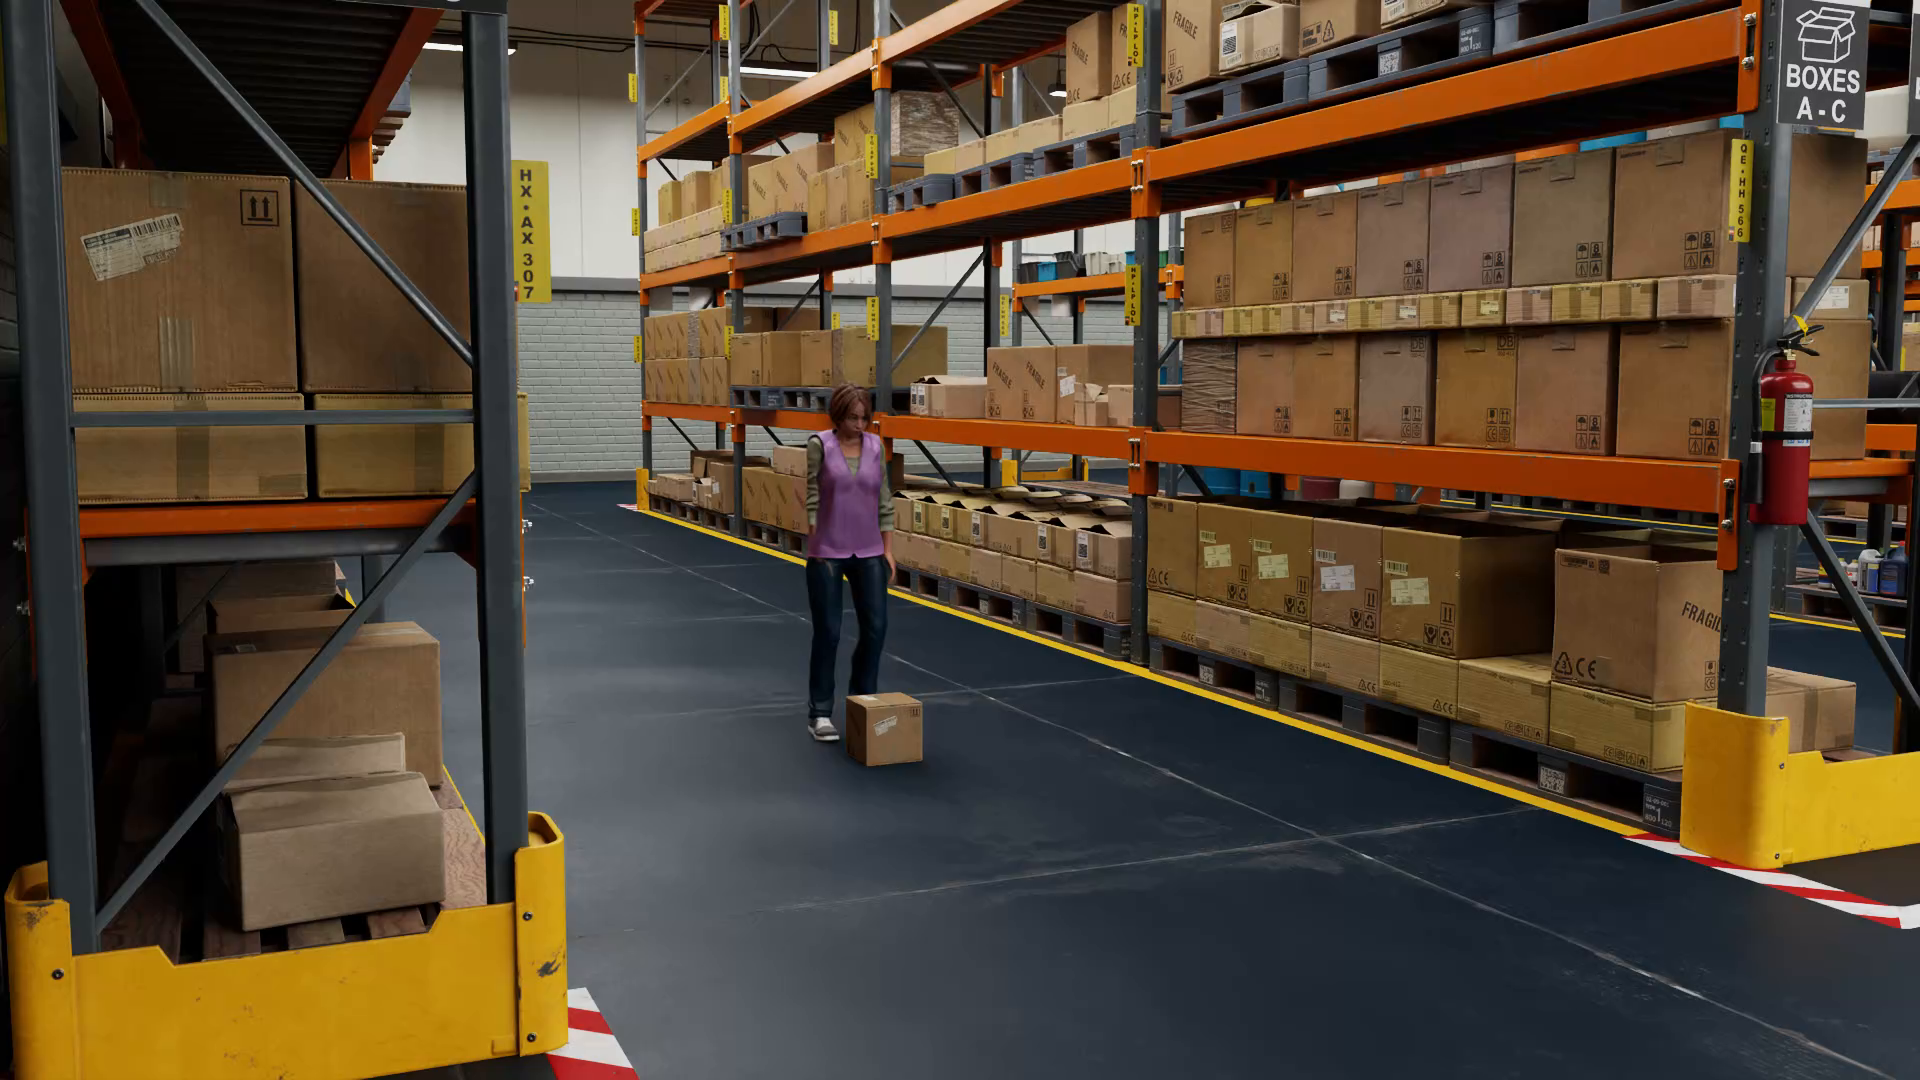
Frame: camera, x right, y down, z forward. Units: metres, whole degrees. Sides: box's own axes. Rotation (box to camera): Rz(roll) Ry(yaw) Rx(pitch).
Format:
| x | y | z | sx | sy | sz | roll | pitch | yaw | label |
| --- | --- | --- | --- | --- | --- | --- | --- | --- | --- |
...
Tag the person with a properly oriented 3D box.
| x | y | z | sx | sy | sz | roll | pitch | yaw | label |
| --- | --- | --- | --- | --- | --- | --- | --- | --- | --- |
| -0.487 | 0.090 | 7.383 | 0.412 | 1.587 | 0.316 | -2 | 6 | -22 | person |
